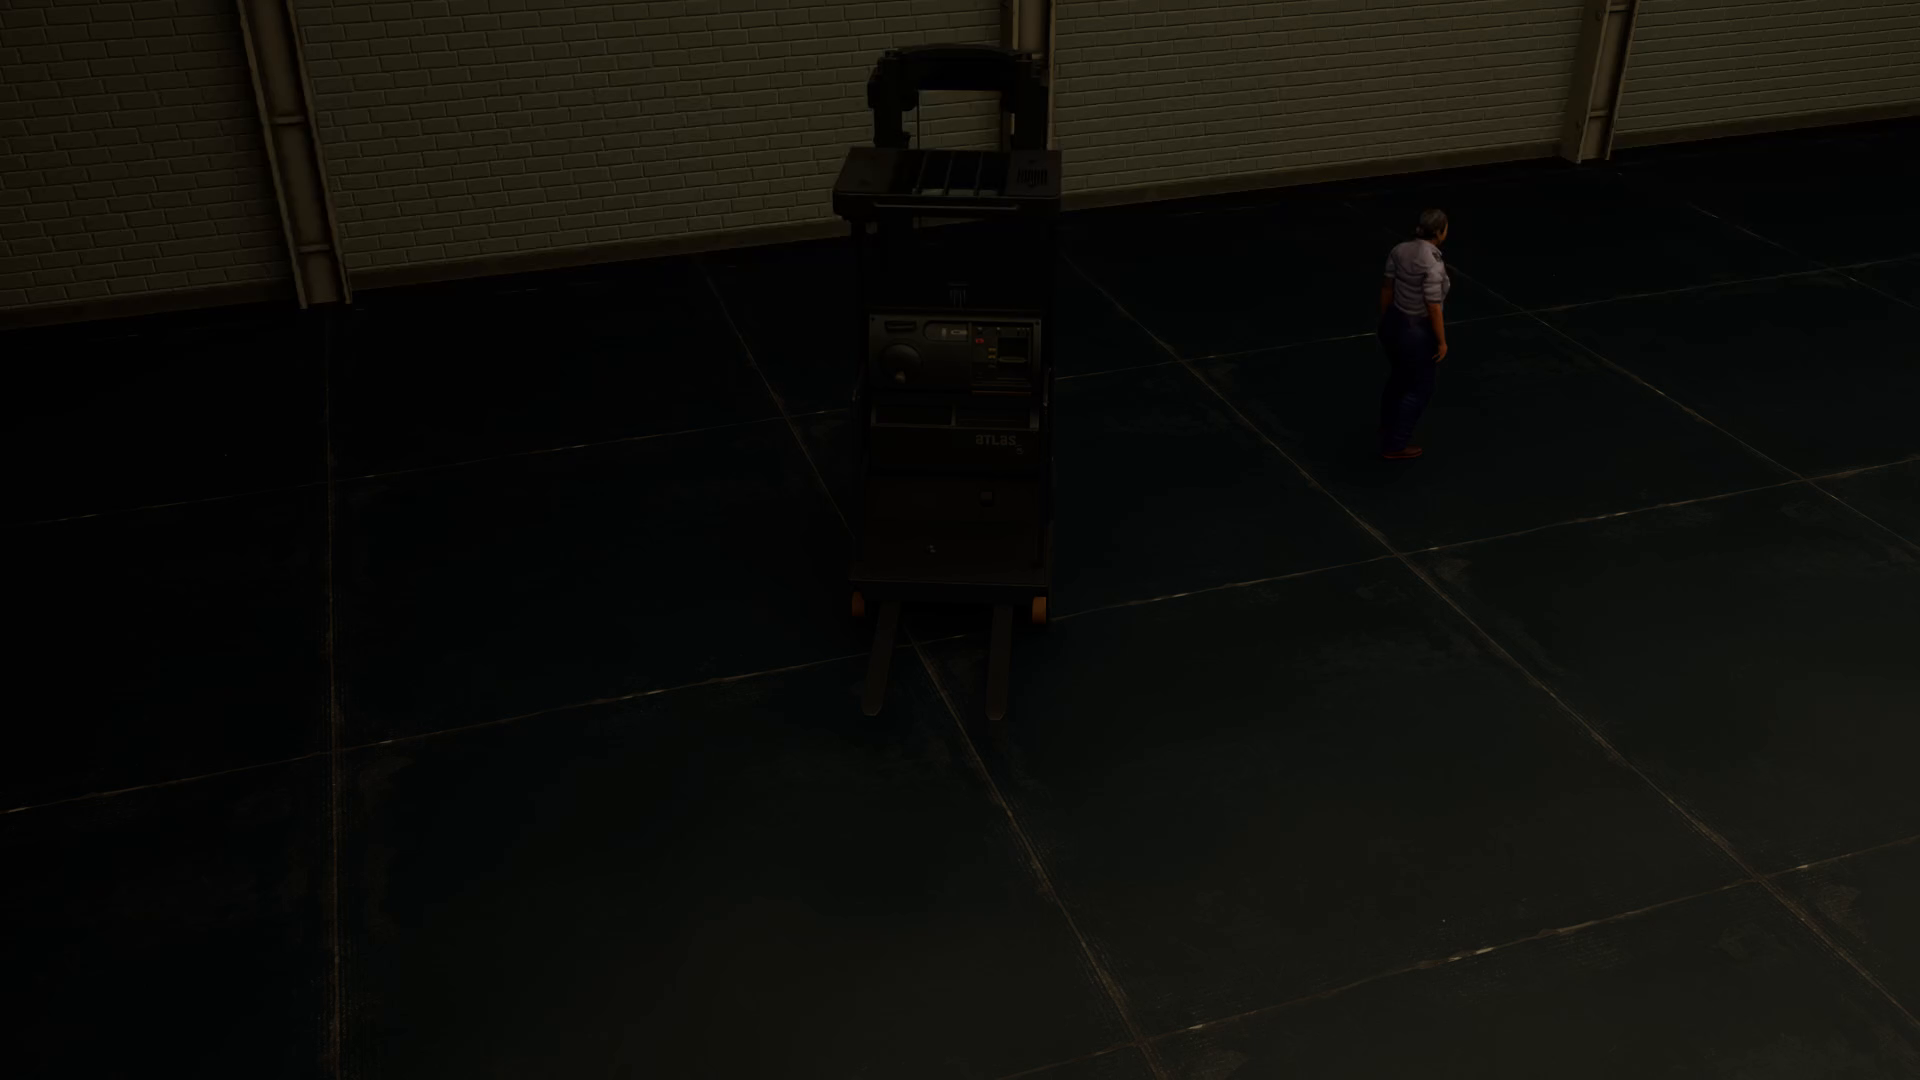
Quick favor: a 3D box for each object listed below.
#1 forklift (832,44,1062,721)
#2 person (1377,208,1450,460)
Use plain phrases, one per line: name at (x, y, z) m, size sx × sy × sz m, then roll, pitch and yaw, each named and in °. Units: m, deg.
forklift at (-0.039, -0.967, 8.767) m, size 1.130 × 2.935 × 3.031 m, roll 2°, pitch 30°, yaw 3°
person at (2.947, -1.328, 10.726) m, size 0.467 × 1.675 × 0.571 m, roll -11°, pitch 32°, yaw -18°
